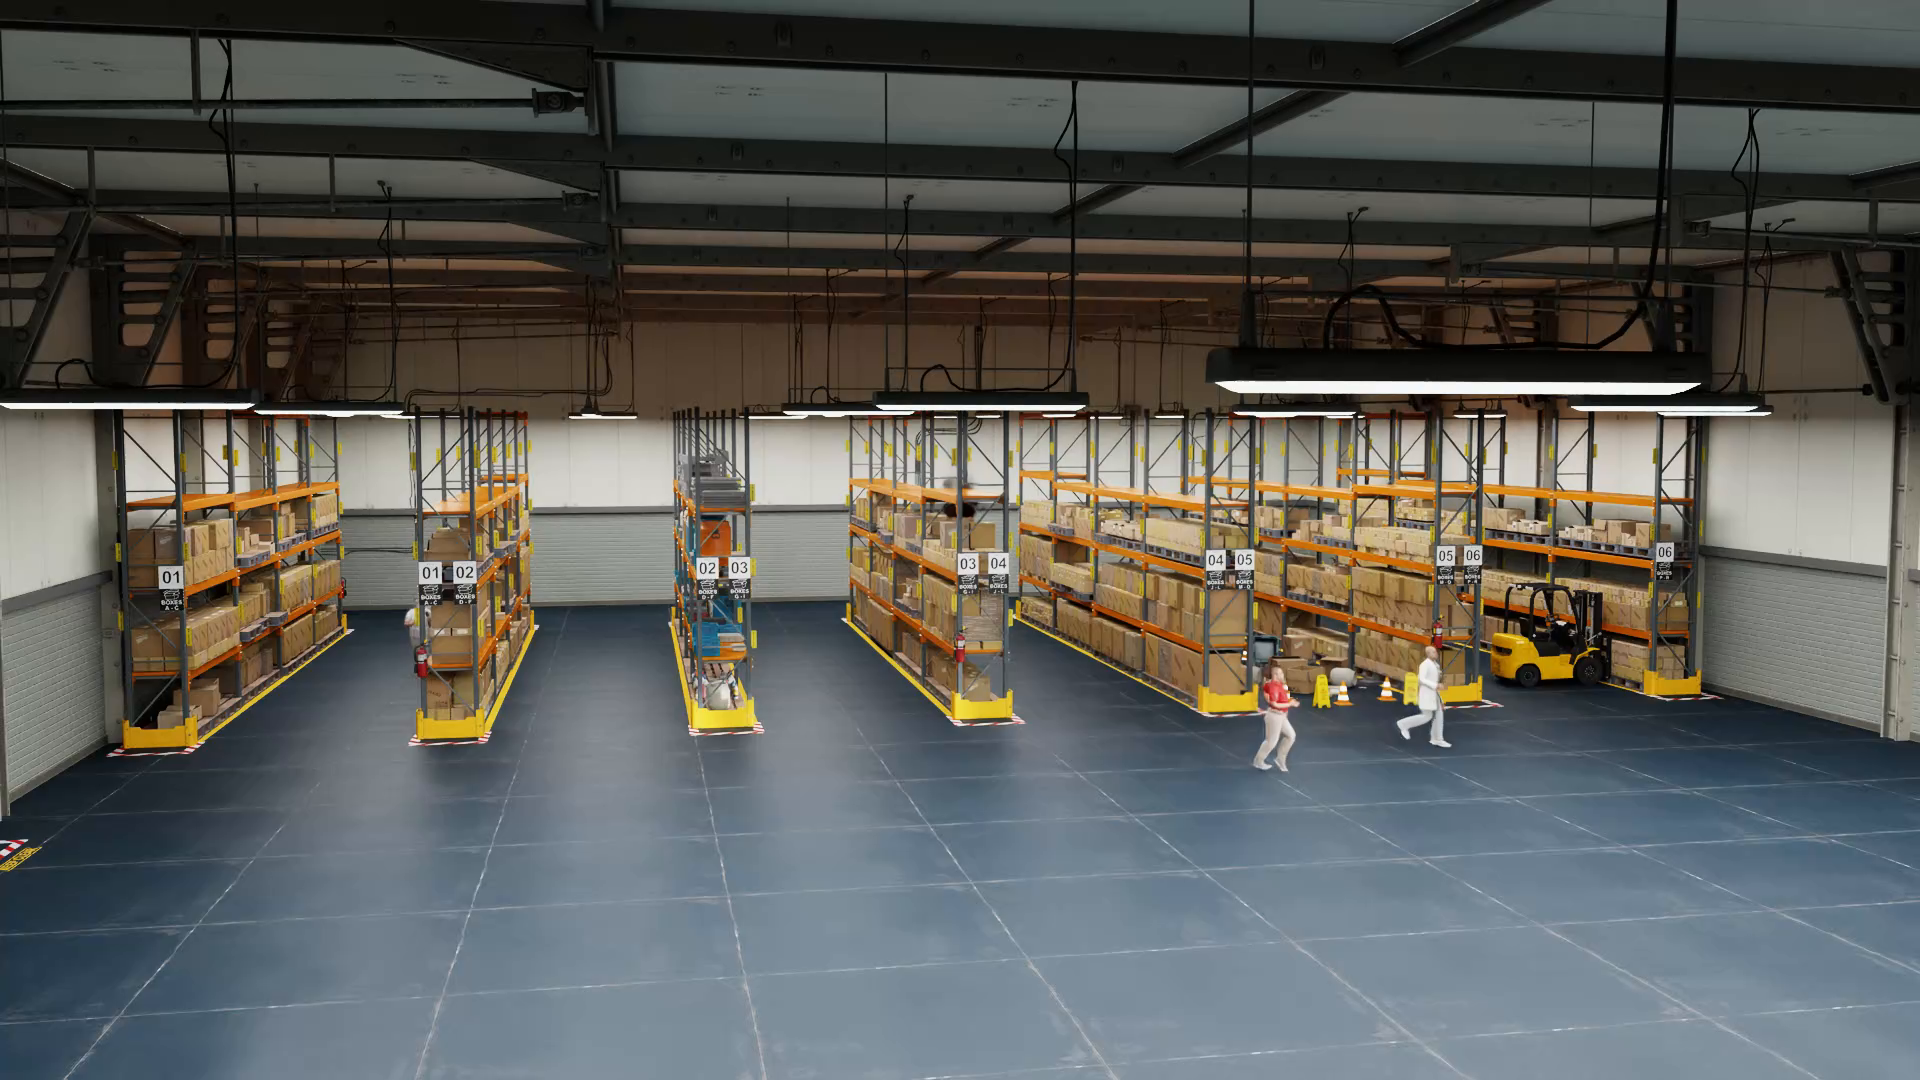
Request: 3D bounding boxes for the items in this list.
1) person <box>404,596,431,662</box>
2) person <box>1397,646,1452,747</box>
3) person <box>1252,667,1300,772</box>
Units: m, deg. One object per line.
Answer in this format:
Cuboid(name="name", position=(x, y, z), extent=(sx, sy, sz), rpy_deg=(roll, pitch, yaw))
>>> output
Cuboid(name="person", position=(-12.133, 2.158, 37.347), extent=(0.658, 1.800, 0.899), rpy_deg=(-1, 4, -16))
Cuboid(name="person", position=(8.261, 2.758, 29.474), extent=(0.934, 1.781, 0.718), rpy_deg=(3, 5, 33))
Cuboid(name="person", position=(5.168, 2.954, 27.106), extent=(0.767, 1.786, 0.638), rpy_deg=(1, 4, 20))
